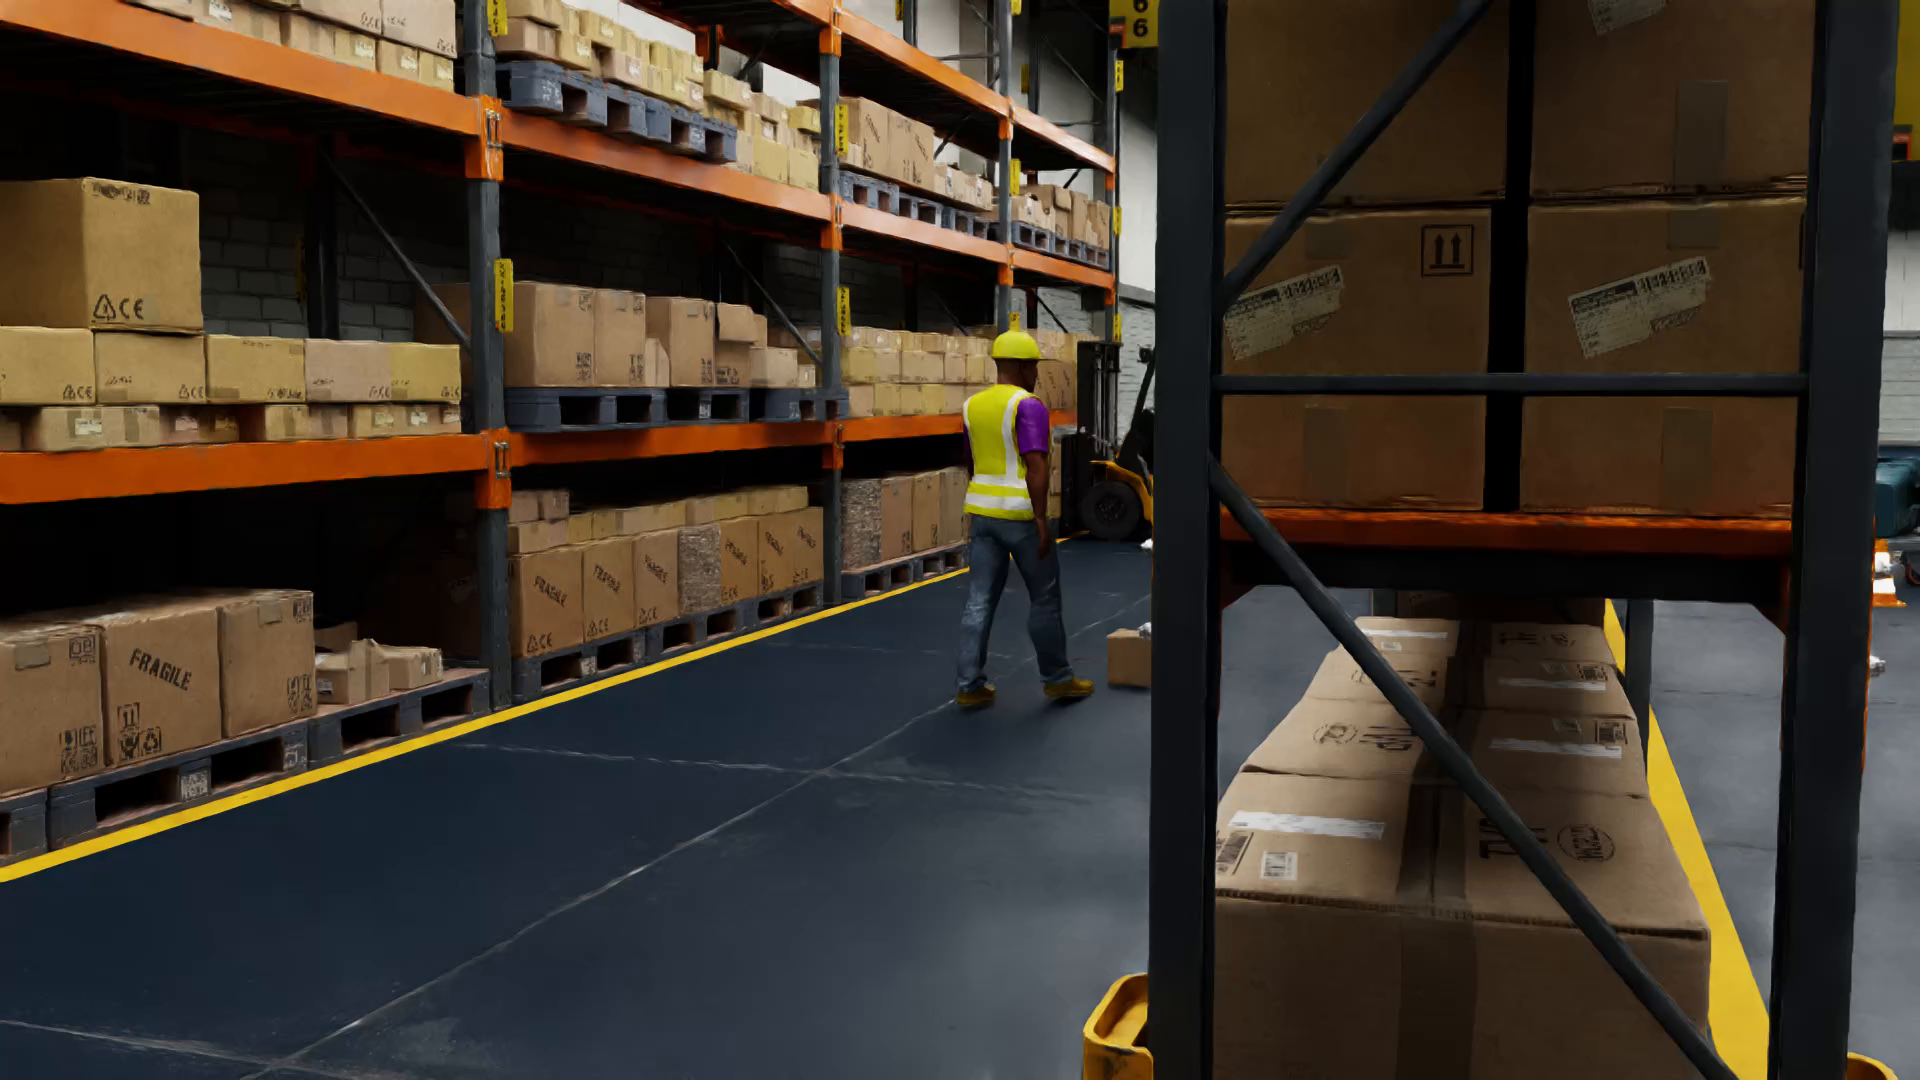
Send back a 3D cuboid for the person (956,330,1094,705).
[{"bbox_3d":[0.302,-0.113,7.909,0.623,1.748,0.765,5,7,41],"label":"person"}]
